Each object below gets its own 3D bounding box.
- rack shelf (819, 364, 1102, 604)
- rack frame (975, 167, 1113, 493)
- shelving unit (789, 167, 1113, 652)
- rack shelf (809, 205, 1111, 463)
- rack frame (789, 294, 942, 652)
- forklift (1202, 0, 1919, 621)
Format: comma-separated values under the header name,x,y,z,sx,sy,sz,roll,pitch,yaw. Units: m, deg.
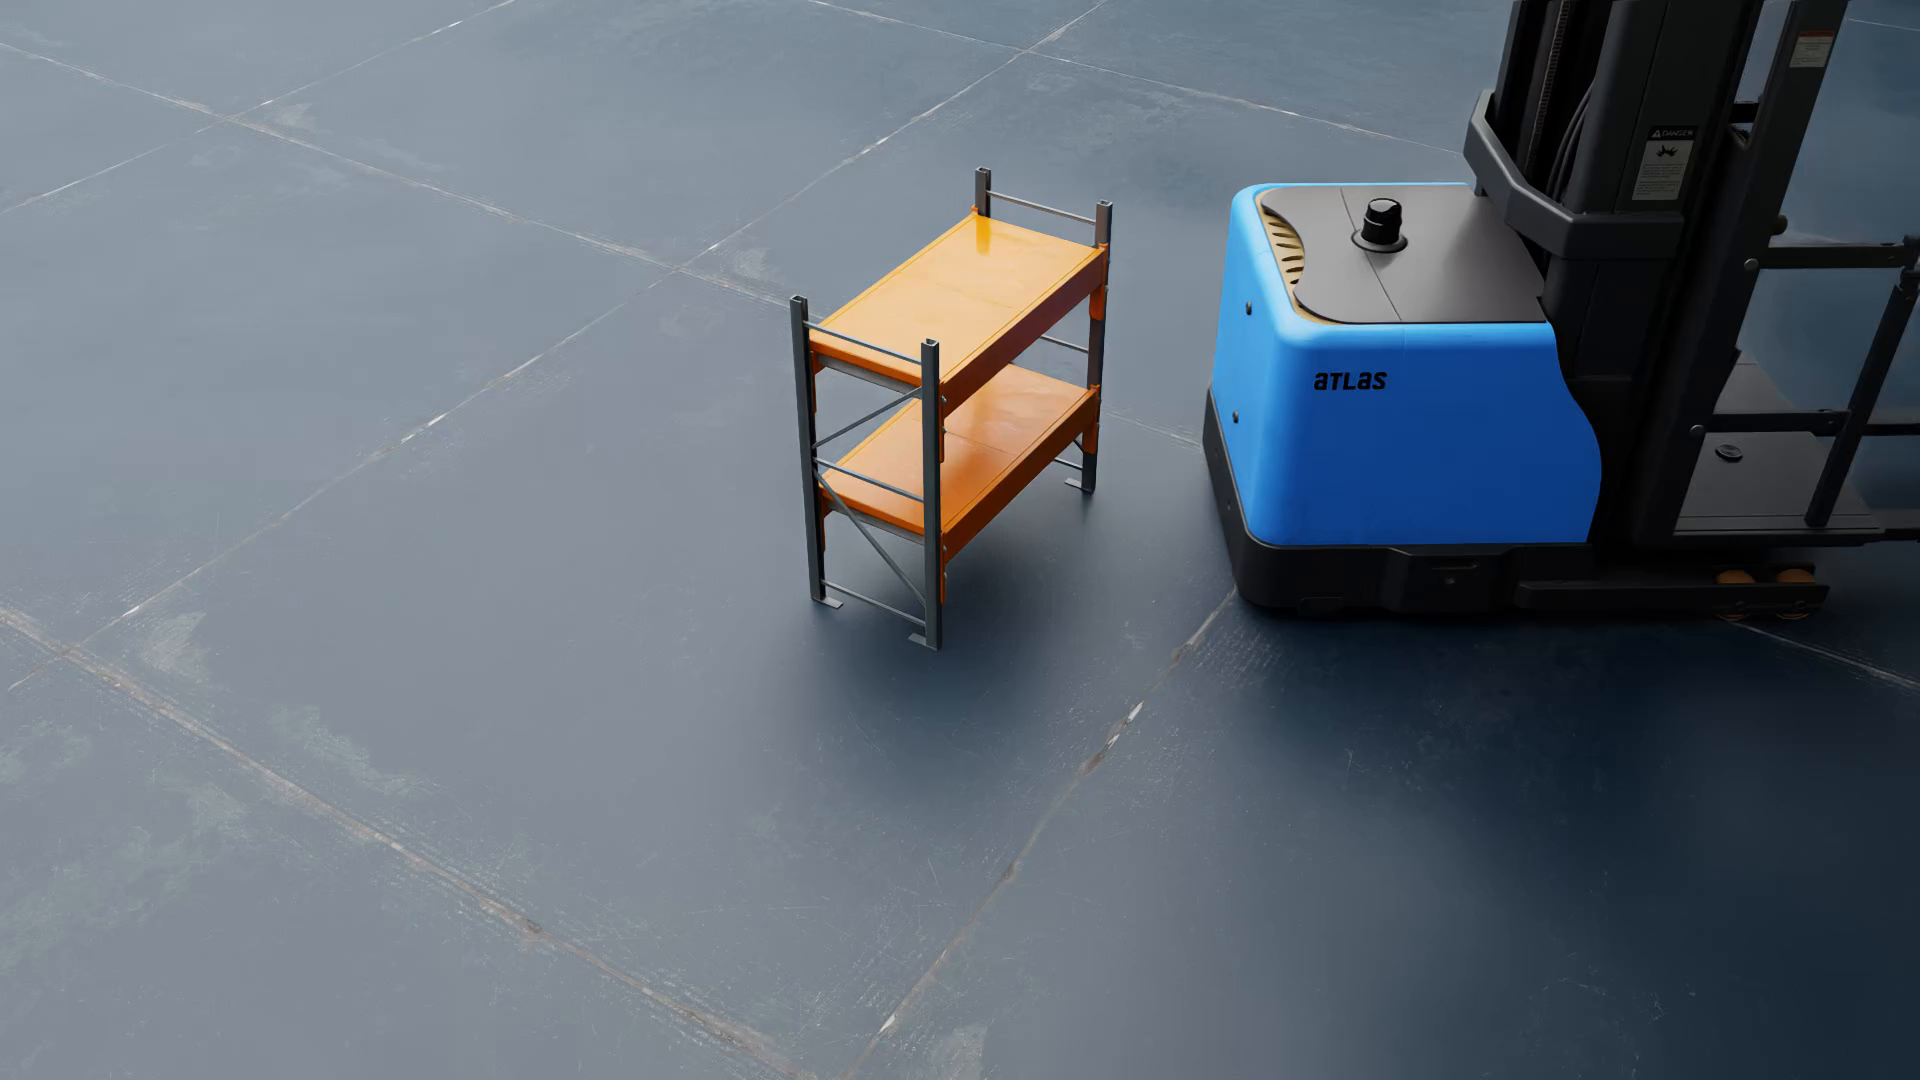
name,x,y,z,sx,sy,sz,roll,pitch,yaw
rack shelf,-0.004,-0.248,5.551,0.538,0.278,1.000,21,42,25
rack frame,0.269,-0.704,5.742,0.500,1.125,0.032,21,42,25
shelving unit,-0.004,-0.442,5.402,0.538,1.125,1.048,21,42,25
rack shelf,-0.004,-0.674,5.223,0.538,0.278,1.000,21,42,25
rack frame,-0.276,-0.180,5.062,0.500,1.125,0.032,21,42,25
forklift,2.412,-1.224,4.938,3.031,2.935,1.130,-1,38,-1
